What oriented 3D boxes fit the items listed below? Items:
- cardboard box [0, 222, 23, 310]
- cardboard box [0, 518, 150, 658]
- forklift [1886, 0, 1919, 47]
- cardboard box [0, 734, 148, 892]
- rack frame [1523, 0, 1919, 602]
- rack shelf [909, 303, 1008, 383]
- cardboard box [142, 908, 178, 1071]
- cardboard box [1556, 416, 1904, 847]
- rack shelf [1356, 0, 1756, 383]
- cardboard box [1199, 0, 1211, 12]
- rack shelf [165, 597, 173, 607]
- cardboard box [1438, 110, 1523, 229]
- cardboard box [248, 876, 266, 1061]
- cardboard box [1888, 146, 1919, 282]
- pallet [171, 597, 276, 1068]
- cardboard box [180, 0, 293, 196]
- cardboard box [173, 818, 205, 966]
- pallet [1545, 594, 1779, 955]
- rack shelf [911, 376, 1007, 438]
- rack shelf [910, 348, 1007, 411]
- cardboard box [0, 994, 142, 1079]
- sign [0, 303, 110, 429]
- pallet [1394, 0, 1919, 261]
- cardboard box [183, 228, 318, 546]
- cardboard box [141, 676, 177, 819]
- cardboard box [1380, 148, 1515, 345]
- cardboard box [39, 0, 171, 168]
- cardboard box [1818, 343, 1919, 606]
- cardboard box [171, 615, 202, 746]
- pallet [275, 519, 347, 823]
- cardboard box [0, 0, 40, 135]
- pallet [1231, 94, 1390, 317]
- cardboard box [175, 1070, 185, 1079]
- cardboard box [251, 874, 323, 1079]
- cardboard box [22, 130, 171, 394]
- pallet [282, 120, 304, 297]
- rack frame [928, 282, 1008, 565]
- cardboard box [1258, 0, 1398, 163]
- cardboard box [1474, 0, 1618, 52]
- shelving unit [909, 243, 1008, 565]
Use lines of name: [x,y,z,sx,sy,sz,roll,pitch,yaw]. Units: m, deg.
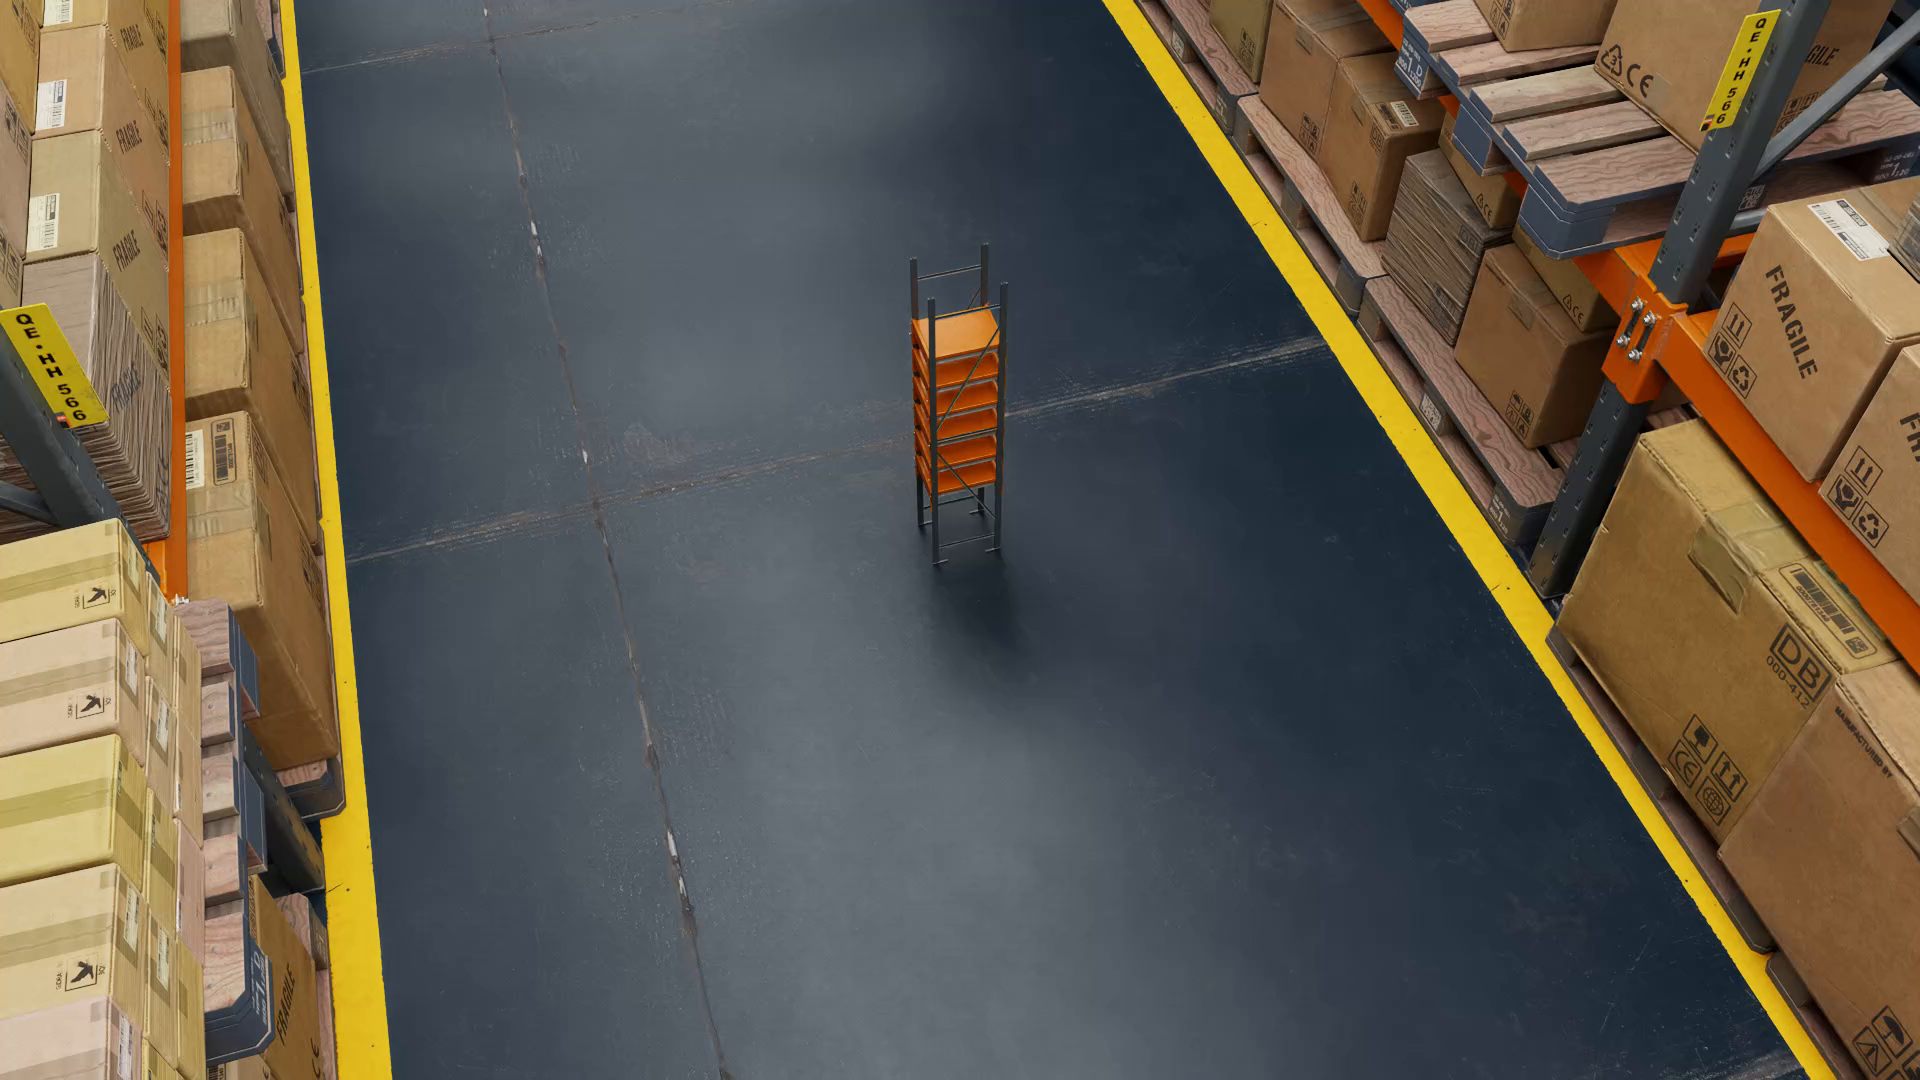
cardboard box: [-2.480,-0.556,3.537,0.700,0.500,0.500,-14,51,-11]
cardboard box: [-1.774,0.137,3.173,0.380,0.149,0.250,-15,52,-12]
forklift: [3.680,-3.774,7.015,1.130,2.935,3.031,-13,51,-10]
cardboard box: [-1.624,0.512,2.857,0.380,0.149,0.250,-12,51,-10]
rack frame: [2.411,-0.919,4.562,1.000,3.000,0.127,-13,51,-11]
rack shelf: [-0.004,-0.601,5.059,0.258,0.103,0.180,-13,51,-11]
cardboard box: [-1.542,0.806,2.804,0.380,0.149,0.250,-13,51,-11]
cardboard box: [2.595,0.140,4.785,1.225,0.875,0.875,-15,52,-13]
rack shelf: [1.820,-2.147,6.069,1.077,0.370,4.000,-13,51,-11]
cardboard box: [1.389,-2.723,7.431,0.700,0.500,0.500,-17,52,-14]
rack shelf: [-1.765,1.822,2.723,1.077,0.370,4.000,-13,51,-11]
cardboard box: [2.018,-1.364,5.795,0.500,0.250,0.500,-8,50,-7]
cardboard box: [-1.904,0.998,3.817,0.500,0.250,0.500,-14,51,-12]
cardboard box: [2.612,-0.736,3.687,0.797,0.503,0.637,-12,51,-10]
pallet: [-2.044,0.687,3.334,1.213,0.211,1.003,-13,51,-11]
cardboard box: [-3.270,-1.770,6.477,1.050,0.750,0.750,-14,51,-11]
cardboard box: [-1.624,0.701,3.087,0.380,0.149,0.250,-13,51,-10]
pallet: [2.572,0.573,5.129,1.003,0.211,1.213,-13,51,-11]
rack shelf: [-0.004,-0.446,5.242,0.258,0.103,0.180,-13,51,-11]
rack shelf: [-0.004,-0.523,5.151,0.258,0.103,0.180,-13,51,-11]
cardboard box: [-1.476,0.884,2.543,0.380,0.149,0.250,-13,51,-11]
sign: [-1.841,-0.348,3.376,0.100,0.325,0.005,-13,51,-11]
pallet: [2.099,-1.353,5.054,1.213,0.211,1.003,-13,51,-11]
cardboard box: [-2.713,-0.384,5.309,1.050,0.750,0.750,-13,51,-10]
cardboard box: [-1.695,0.431,3.120,0.380,0.149,0.250,-12,51,-10]
cardboard box: [2.018,-1.142,6.098,0.700,0.500,0.500,-17,52,-14]
cardboard box: [-2.679,-1.396,4.899,0.500,0.500,0.500,-14,51,-11]
cardboard box: [2.450,-0.158,3.856,0.500,0.500,0.500,-15,51,-12]
cardboard box: [-1.772,0.331,3.399,0.380,0.149,0.250,-13,51,-10]
pallet: [-2.518,0.435,5.245,1.003,0.211,1.213,-13,51,-11]
cardboard box: [-2.785,-1.299,4.164,0.700,0.500,0.500,-14,51,-12]
pallet: [1.824,-1.480,6.860,1.003,0.211,1.213,-13,51,-11]
cardboard box: [-1.472,1.080,2.768,0.380,0.149,0.250,-15,52,-13]
cardboard box: [-1.913,1.221,4.119,0.500,0.500,0.500,-14,51,-11]
cardboard box: [-2.385,-0.663,4.281,0.500,0.500,0.500,-14,51,-11]
pallet: [-3.240,-1.347,6.748,1.003,0.211,1.213,-13,51,-11]
rack frame: [0.023,-0.330,5.244,0.240,1.200,0.006,-13,51,-11]
cardboard box: [1.678,-1.962,6.789,0.700,0.500,0.500,-17,52,-14]
cardboard box: [1.953,-1.857,5.013,0.700,0.500,0.500,-7,50,-6]
shelving unit: [-0.004,-0.397,5.300,0.258,1.200,0.189,-13,51,-11]
